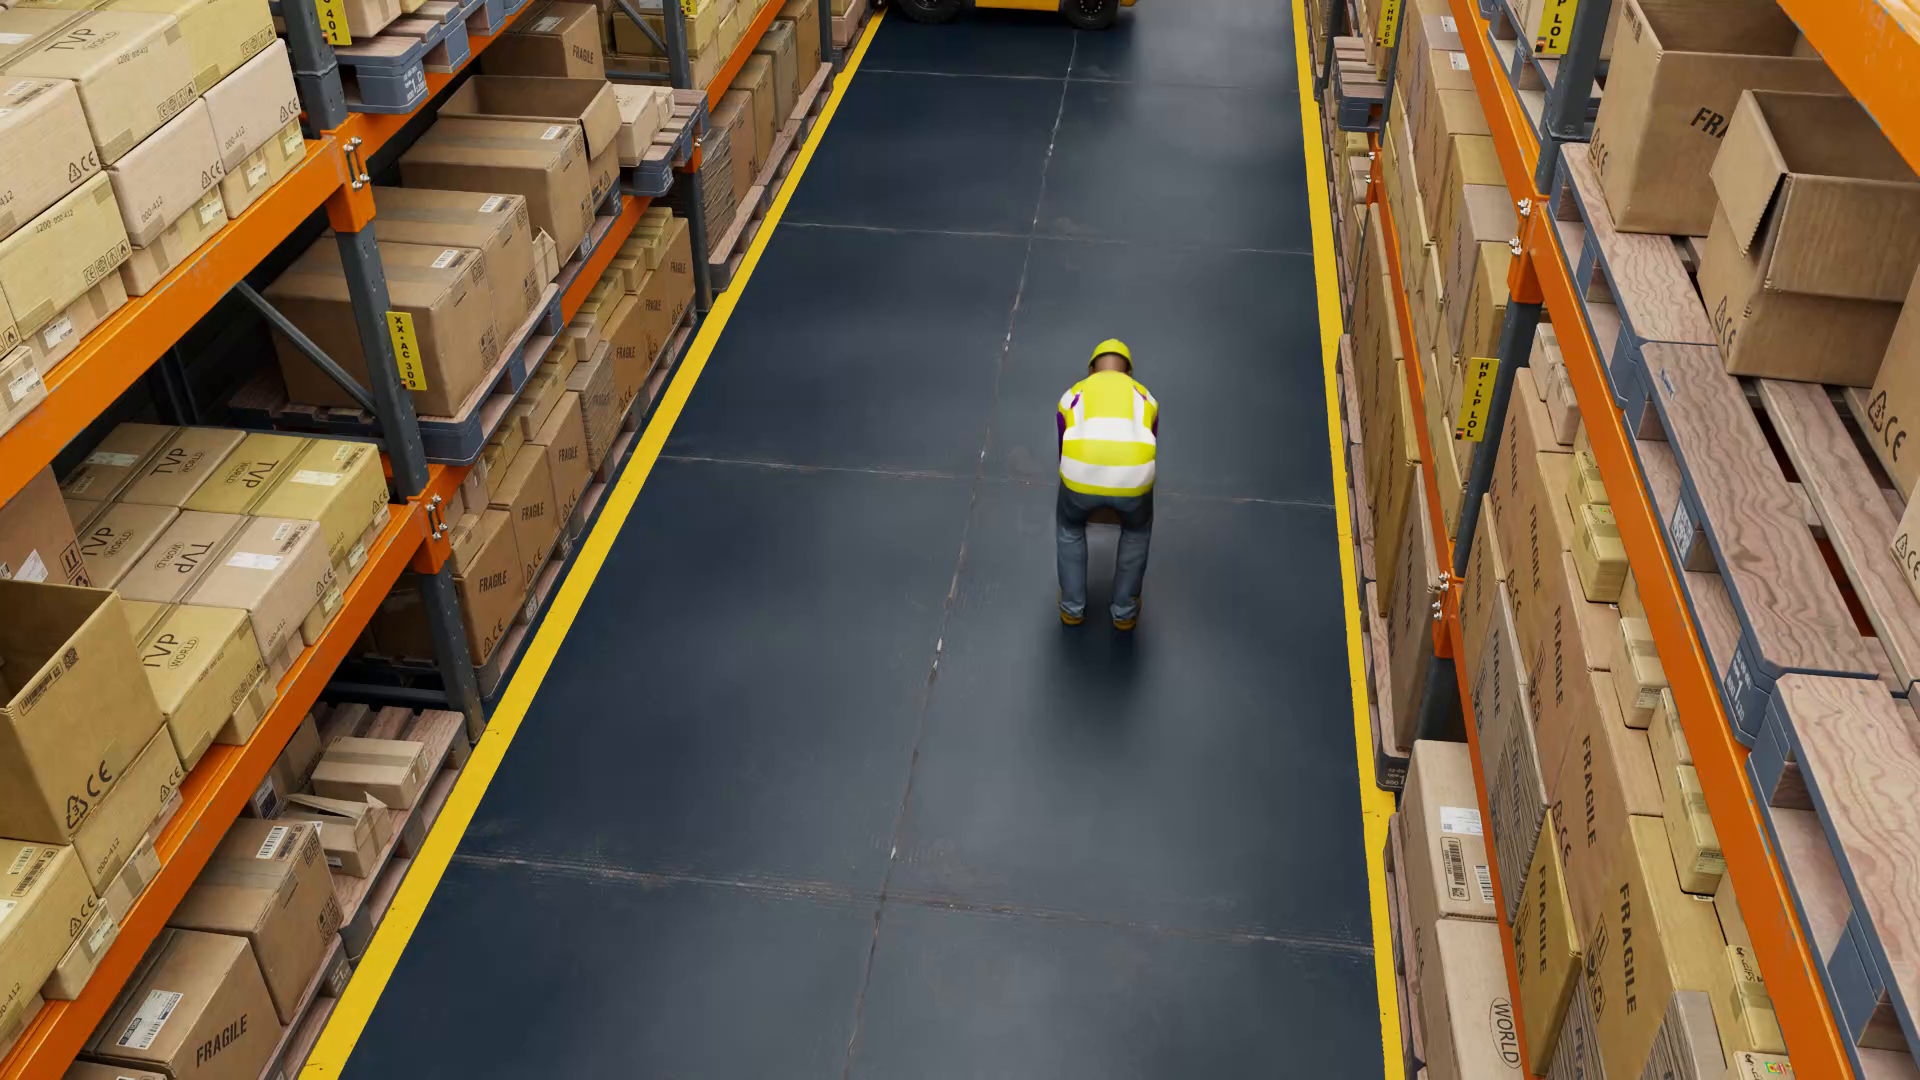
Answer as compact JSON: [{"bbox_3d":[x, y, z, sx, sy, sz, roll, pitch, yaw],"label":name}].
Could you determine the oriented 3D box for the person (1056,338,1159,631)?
[{"bbox_3d":[0.682,-0.255,7.896,0.477,1.148,0.974,3,36,4],"label":"person"}]
